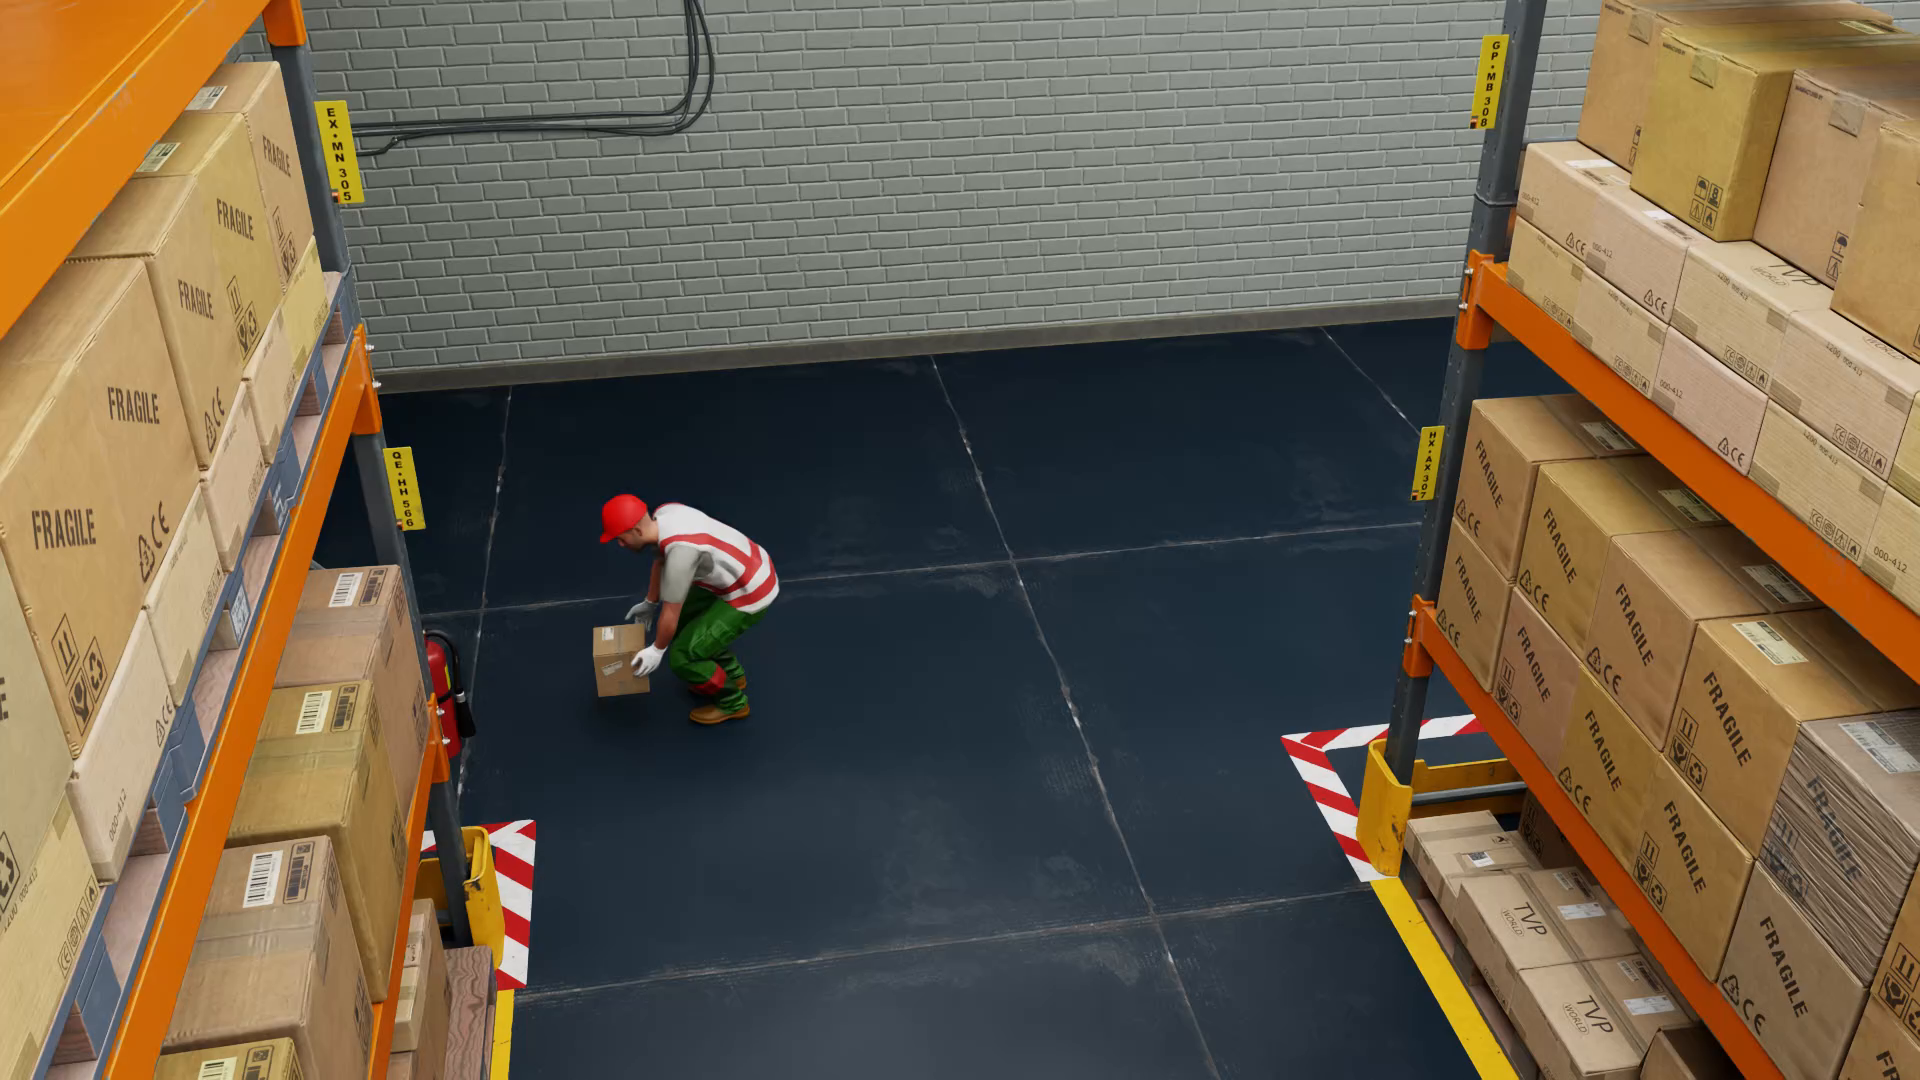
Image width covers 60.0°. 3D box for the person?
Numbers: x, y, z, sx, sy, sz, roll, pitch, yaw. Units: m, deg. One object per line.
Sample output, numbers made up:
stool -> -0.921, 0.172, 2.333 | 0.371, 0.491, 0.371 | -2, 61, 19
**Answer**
person -> -1.290, 0.313, 8.099 | 0.825, 1.267, 0.585 | -5, 31, -9
